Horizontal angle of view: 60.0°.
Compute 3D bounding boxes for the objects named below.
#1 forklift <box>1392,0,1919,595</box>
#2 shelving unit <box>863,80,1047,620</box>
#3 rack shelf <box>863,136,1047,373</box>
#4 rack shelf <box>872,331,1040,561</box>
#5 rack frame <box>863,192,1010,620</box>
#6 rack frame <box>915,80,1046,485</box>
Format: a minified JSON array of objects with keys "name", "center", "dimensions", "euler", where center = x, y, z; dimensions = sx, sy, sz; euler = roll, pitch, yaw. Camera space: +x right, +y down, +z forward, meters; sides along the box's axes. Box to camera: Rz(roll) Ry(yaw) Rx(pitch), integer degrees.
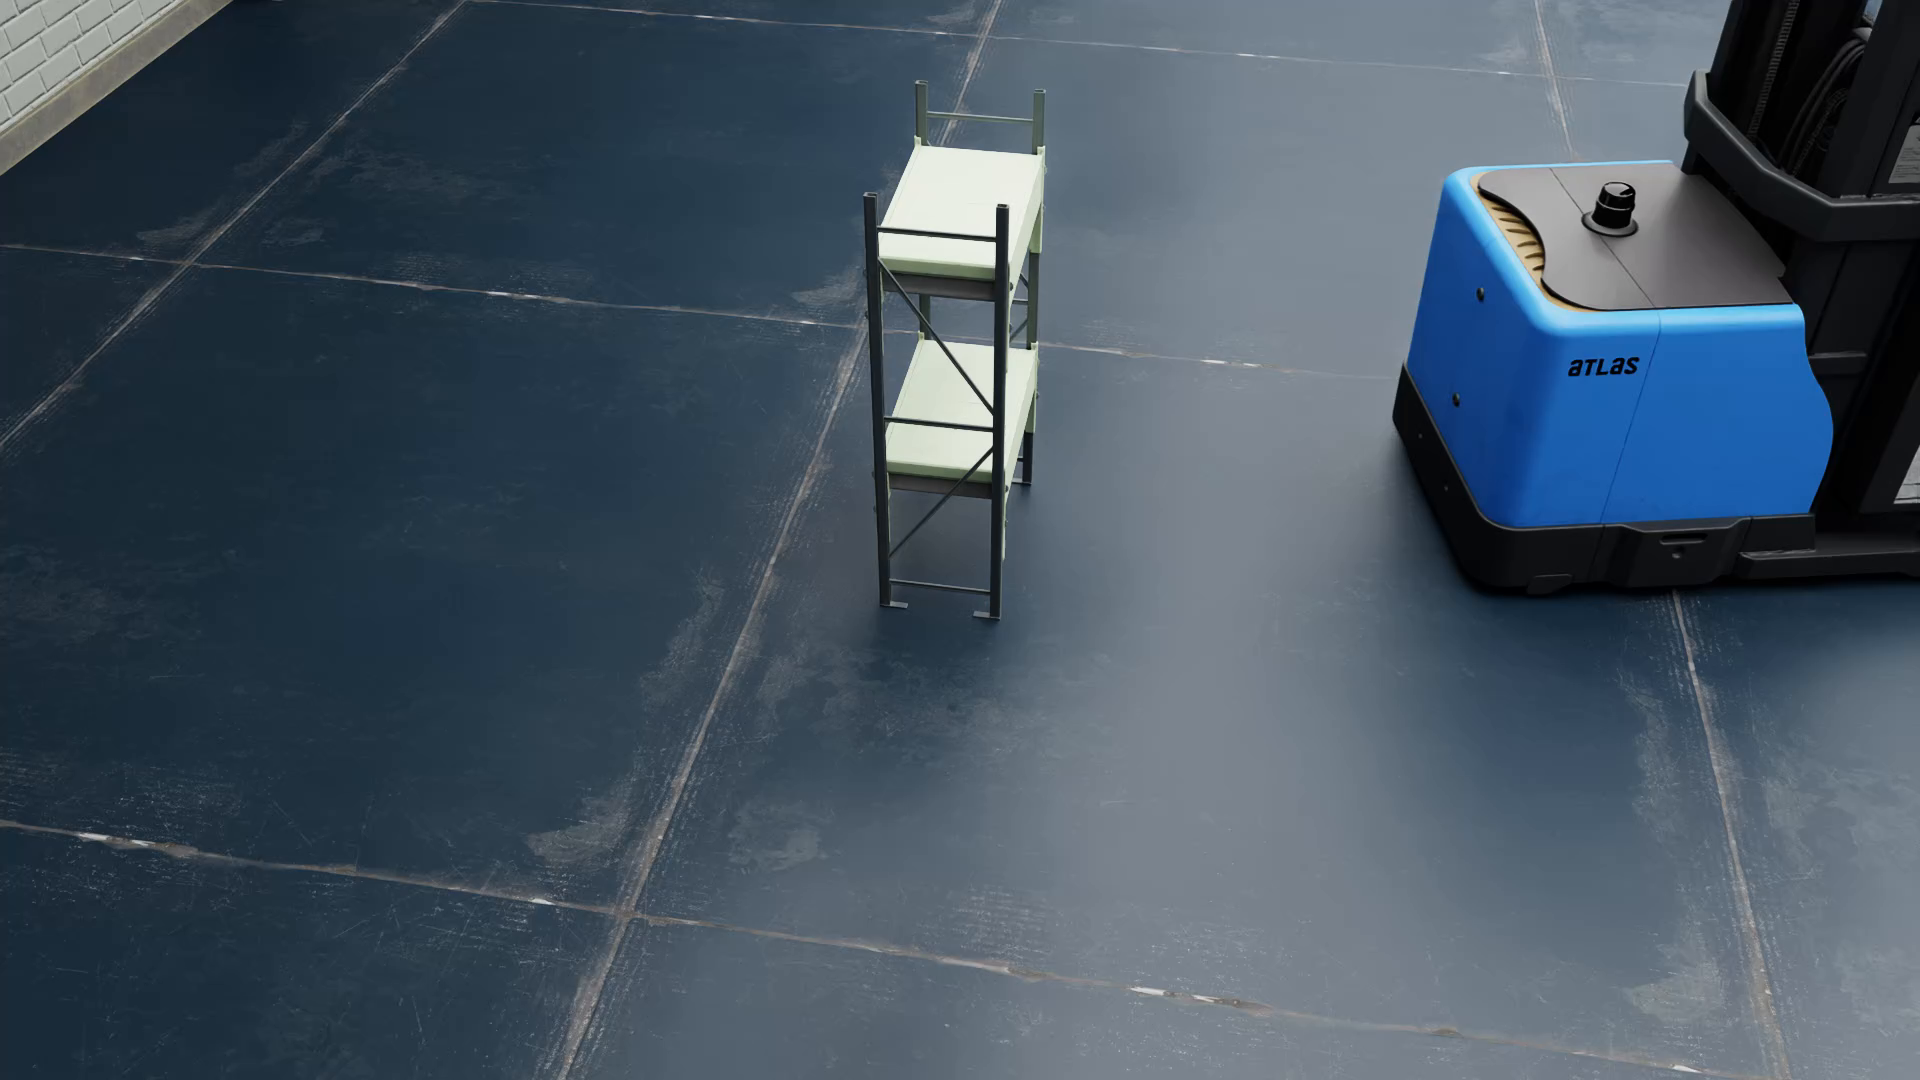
[{"name":"forklift","center":[3.149,-1.323,5.050],"dimensions":[3.031,2.935,1.130],"euler":[-3,40,-3]},{"name":"shelving unit","center":[-0.001,-0.574,5.267],"dimensions":[0.431,1.500,0.755],"euler":[6,40,8]},{"name":"rack shelf","center":[-0.001,-0.875,5.018],"dimensions":[0.431,0.370,0.720],"euler":[6,40,8]},{"name":"rack shelf","center":[-0.001,-0.323,5.475],"dimensions":[0.431,0.370,0.720],"euler":[6,40,8]},{"name":"rack frame","center":[-0.064,-0.344,4.989],"dimensions":[0.400,1.500,0.023],"euler":[6,40,8]},{"name":"rack frame","center":[0.062,-0.804,5.545],"dimensions":[0.400,1.500,0.023],"euler":[6,40,8]}]
